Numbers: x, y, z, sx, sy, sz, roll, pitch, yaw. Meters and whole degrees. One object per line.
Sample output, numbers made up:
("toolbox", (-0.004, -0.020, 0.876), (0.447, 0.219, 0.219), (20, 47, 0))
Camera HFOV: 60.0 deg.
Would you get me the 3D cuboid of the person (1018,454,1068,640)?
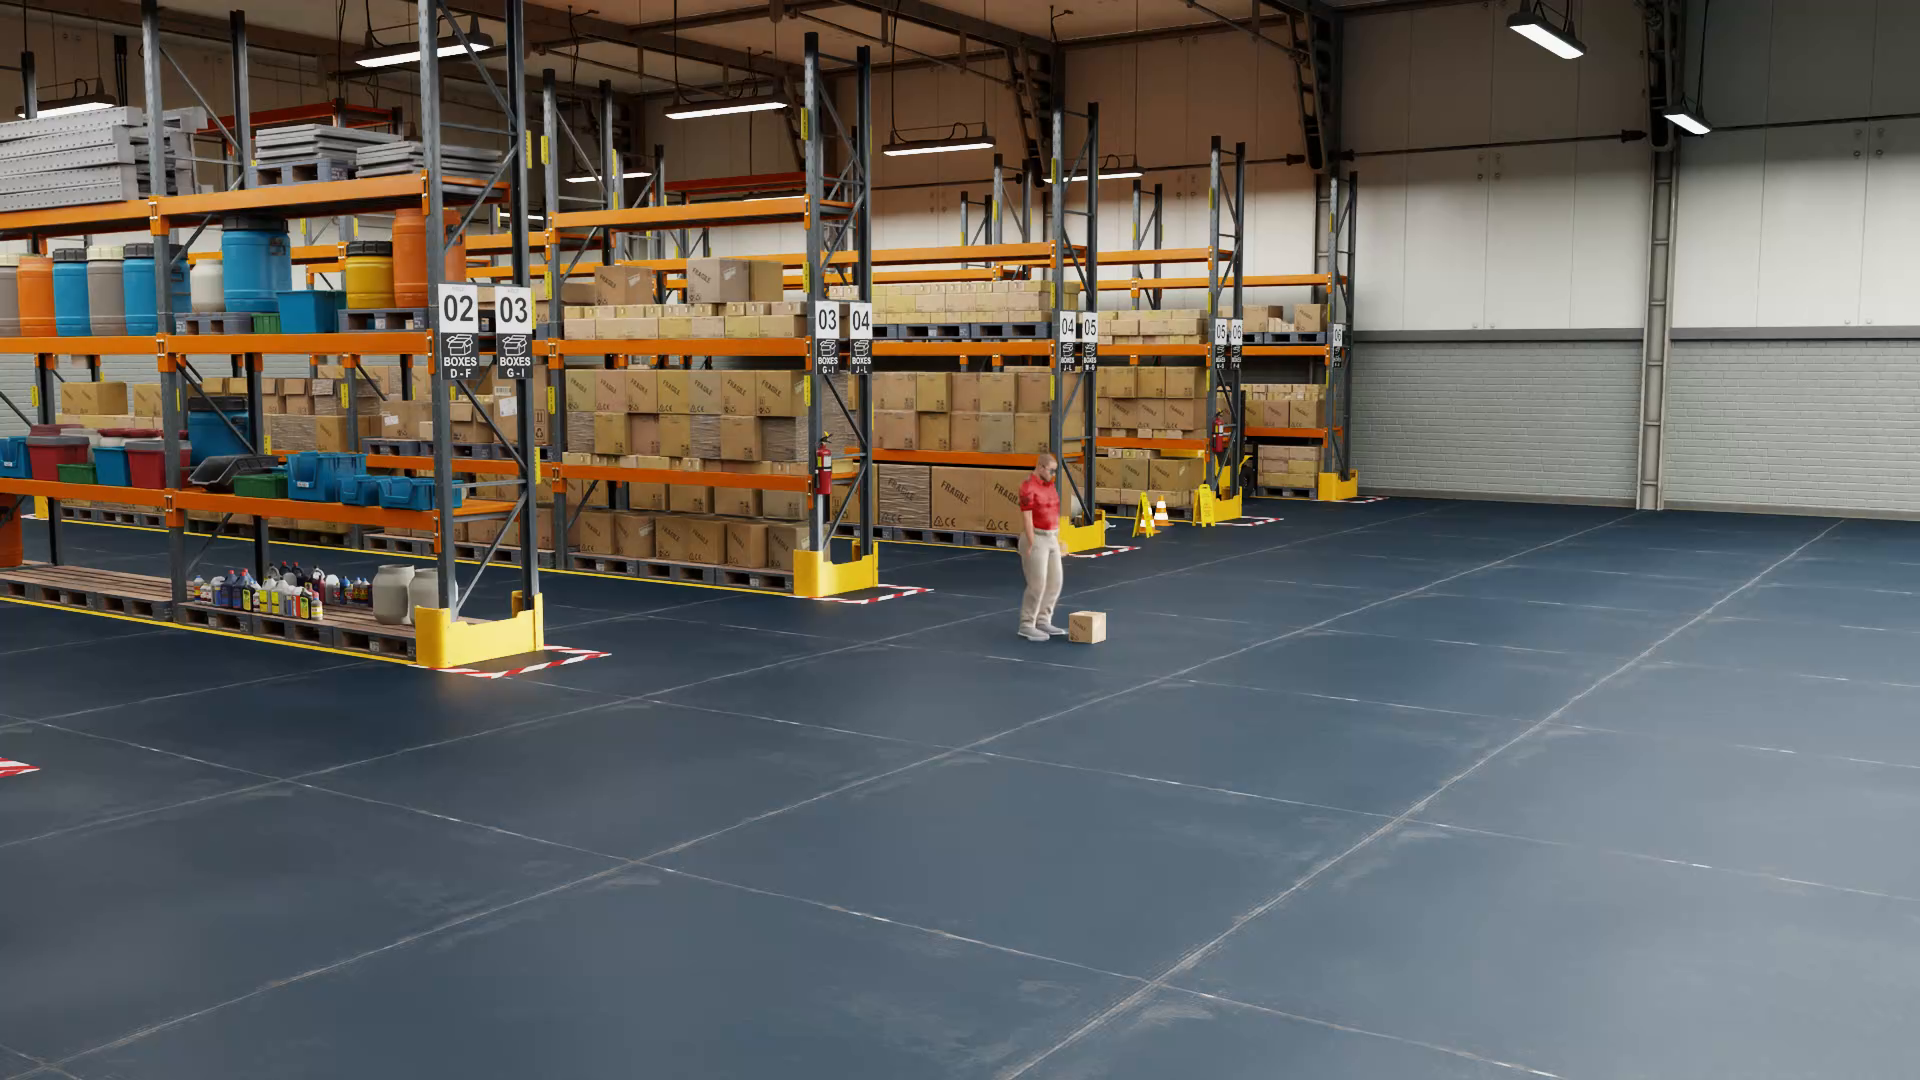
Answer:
("person", (0.767, 0.049, 15.522), (0.363, 1.713, 0.538), (4, 8, 35))
